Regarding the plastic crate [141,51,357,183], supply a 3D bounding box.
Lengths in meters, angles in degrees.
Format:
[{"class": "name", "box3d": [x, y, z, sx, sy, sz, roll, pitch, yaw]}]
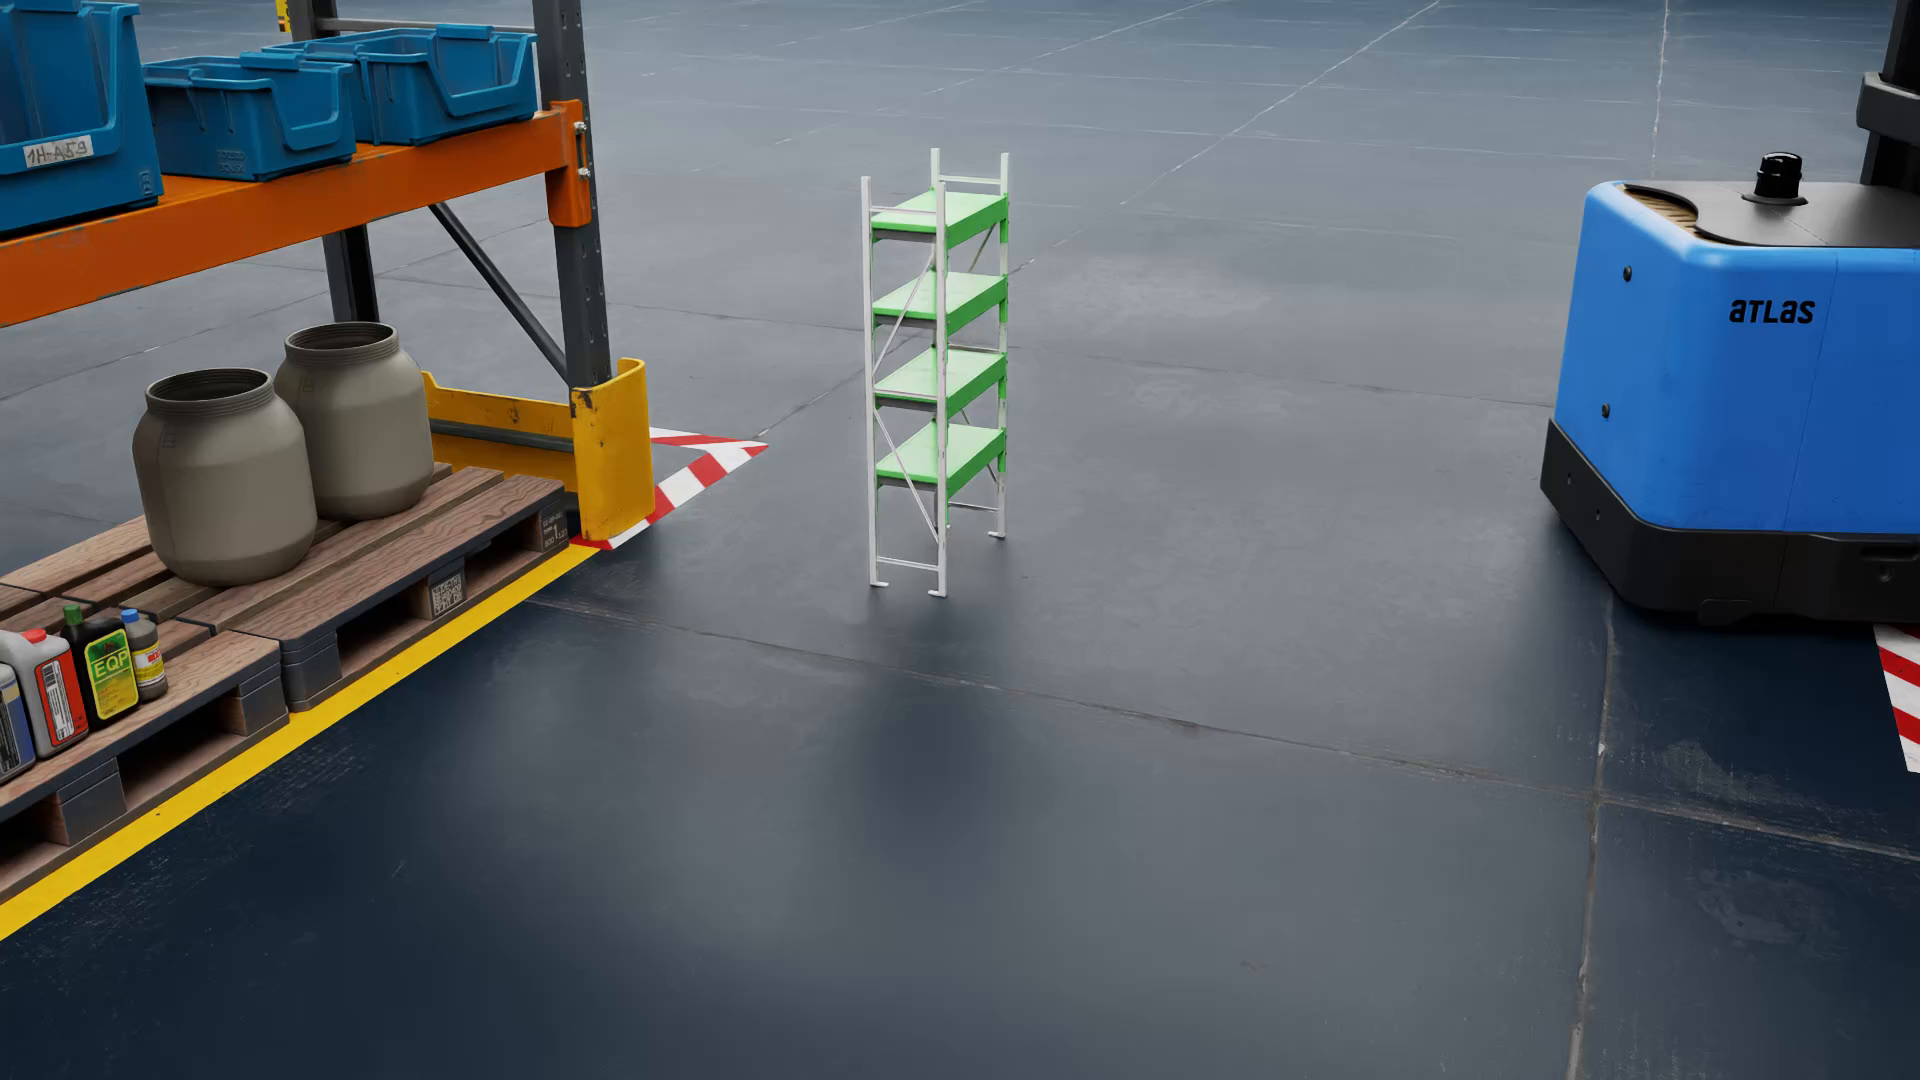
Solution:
[{"class": "plastic crate", "box3d": [-1.762, -1.030, 4.017, 0.499, 0.251, 0.408, 9, 24, 20]}]

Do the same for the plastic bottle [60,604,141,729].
[{"class": "plastic bottle", "box3d": [-1.909, 0.263, 3.683, 0.061, 0.283, 0.133, 9, 24, 21]}]

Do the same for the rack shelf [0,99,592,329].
[{"class": "rack shelf", "box3d": [-2.350, -0.504, 3.499, 1.077, 0.370, 4.000, 9, 24, 20]}]

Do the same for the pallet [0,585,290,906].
[{"class": "pallet", "box3d": [-2.353, 0.494, 3.794, 1.003, 0.211, 1.213, 9, 24, 20]}]

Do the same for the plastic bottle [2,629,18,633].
[{"class": "plastic bottle", "box3d": [-2.100, 0.290, 3.618, 0.061, 0.283, 0.133, 9, 24, 20]}]

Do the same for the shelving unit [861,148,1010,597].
[{"class": "shelving unit", "box3d": [-0.062, -0.494, 4.877, 0.258, 1.200, 0.503, 9, 24, 20]}]

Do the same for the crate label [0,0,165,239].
[{"class": "crate label", "box3d": [-2.039, -0.871, 3.397, 0.502, 0.435, 0.616, 9, 24, 20]}]

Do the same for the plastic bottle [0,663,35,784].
[{"class": "plastic bottle", "box3d": [-2.053, 0.358, 3.465, 0.152, 0.276, 0.135, 8, 24, 19]}]

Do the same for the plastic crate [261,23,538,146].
[{"class": "plastic crate", "box3d": [-1.515, -1.261, 4.571, 0.499, 0.251, 0.616, 9, 24, 20]}]

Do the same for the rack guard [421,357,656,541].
[{"class": "rack guard", "box3d": [-1.591, -0.365, 5.474, 1.175, 0.500, 0.348, 9, 24, 20]}]

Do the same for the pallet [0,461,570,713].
[{"class": "pallet", "box3d": [-1.898, 0.059, 4.836, 1.003, 0.211, 1.213, 9, 24, 20]}]

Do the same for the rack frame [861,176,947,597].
[{"class": "rack frame", "box3d": [-0.152, -0.407, 4.668, 0.240, 1.200, 0.015, 9, 24, 20]}]

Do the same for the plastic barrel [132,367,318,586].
[{"class": "plastic barrel", "box3d": [-1.967, -0.172, 4.453, 0.421, 0.512, 0.421, 0, 23, 0]}]

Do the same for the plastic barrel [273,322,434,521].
[{"class": "plastic barrel", "box3d": [-1.780, -0.351, 4.882, 0.421, 0.512, 0.421, 0, 23, 0]}]

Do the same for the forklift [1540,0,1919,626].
[{"class": "forklift", "box3d": [3.397, -1.260, 4.463, 3.031, 2.935, 1.130, 1, 23, 3]}]

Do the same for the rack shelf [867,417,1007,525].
[{"class": "rack shelf", "box3d": [-0.061, -0.214, 4.994, 0.258, 0.148, 0.480, 9, 24, 20]}]

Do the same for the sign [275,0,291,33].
[{"class": "sign", "box3d": [-2.116, -1.760, 5.213, 0.100, 0.325, 0.005, 9, 24, 20]}]

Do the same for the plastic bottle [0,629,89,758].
[{"class": "plastic bottle", "box3d": [-2.001, 0.308, 3.584, 0.152, 0.276, 0.135, 9, 24, 20]}]

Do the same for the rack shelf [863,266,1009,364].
[{"class": "rack shelf", "box3d": [-0.062, -0.657, 4.809, 0.258, 0.148, 0.480, 9, 24, 20]}]

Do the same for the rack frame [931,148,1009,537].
[{"class": "rack frame", "box3d": [0.029, -0.582, 5.086, 0.240, 1.200, 0.015, 9, 24, 20]}]

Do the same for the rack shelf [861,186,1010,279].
[{"class": "rack shelf", "box3d": [-0.062, -0.878, 4.717, 0.258, 0.148, 0.480, 9, 24, 20]}]

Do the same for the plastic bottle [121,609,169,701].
[{"class": "plastic bottle", "box3d": [-1.882, 0.256, 3.805, 0.097, 0.201, 0.097, 0, 23, 0]}]

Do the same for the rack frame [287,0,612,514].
[{"class": "rack frame", "box3d": [-1.607, -1.552, 5.074, 1.000, 3.000, 0.127, 9, 24, 20]}]

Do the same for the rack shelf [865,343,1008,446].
[{"class": "rack shelf", "box3d": [-0.062, -0.435, 4.902, 0.258, 0.148, 0.480, 9, 24, 20]}]
